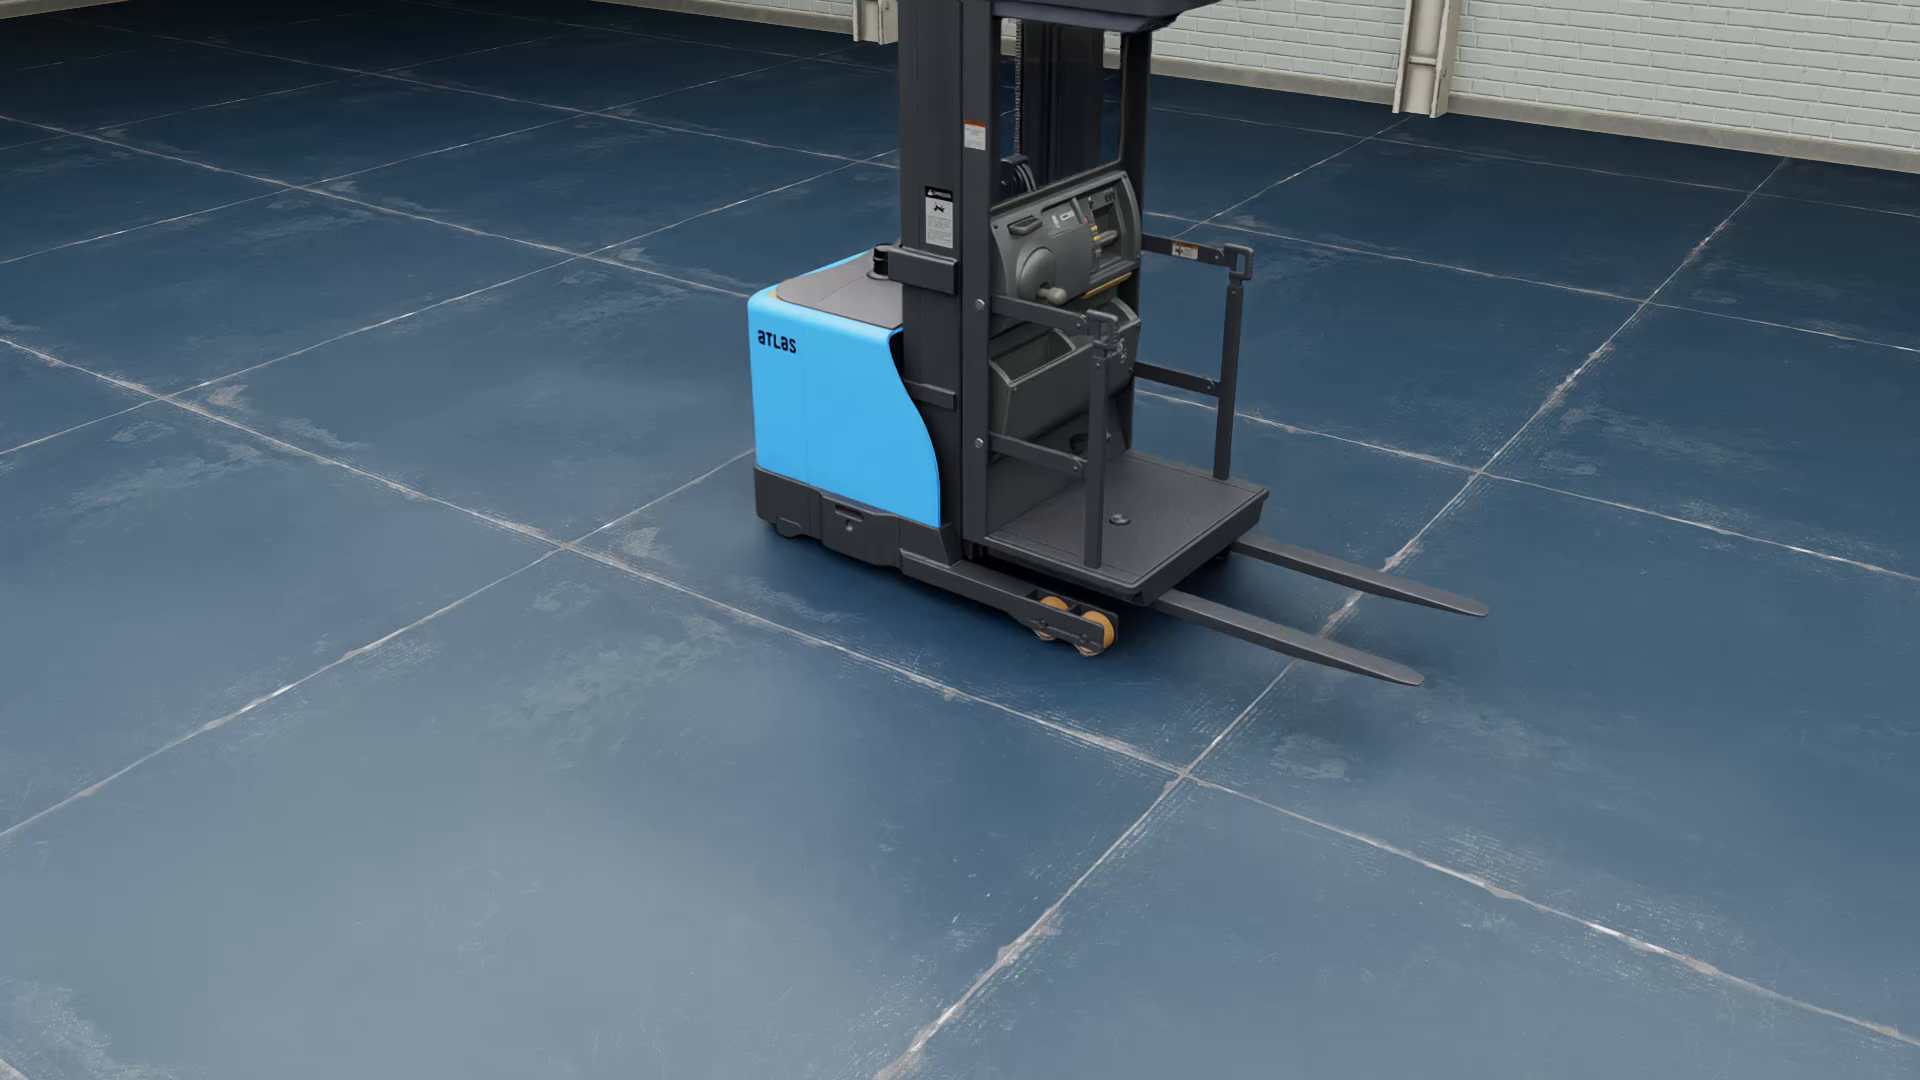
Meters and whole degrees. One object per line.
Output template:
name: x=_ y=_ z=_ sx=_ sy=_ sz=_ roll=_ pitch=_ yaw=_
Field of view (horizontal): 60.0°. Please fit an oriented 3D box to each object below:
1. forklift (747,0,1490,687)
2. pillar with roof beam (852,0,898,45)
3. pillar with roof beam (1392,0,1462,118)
forklift: x=0.583 y=-1.137 z=6.252 sx=3.031 sy=2.935 sz=1.130 roll=19 pitch=32 yaw=32
pillar with roof beam: x=-3.325 y=-7.719 z=12.497 sx=0.400 sy=9.000 sz=9.100 roll=17 pitch=32 yaw=30
pillar with roof beam: x=1.621 y=-6.179 z=9.469 sx=0.400 sy=9.000 sz=9.100 roll=17 pitch=32 yaw=30
